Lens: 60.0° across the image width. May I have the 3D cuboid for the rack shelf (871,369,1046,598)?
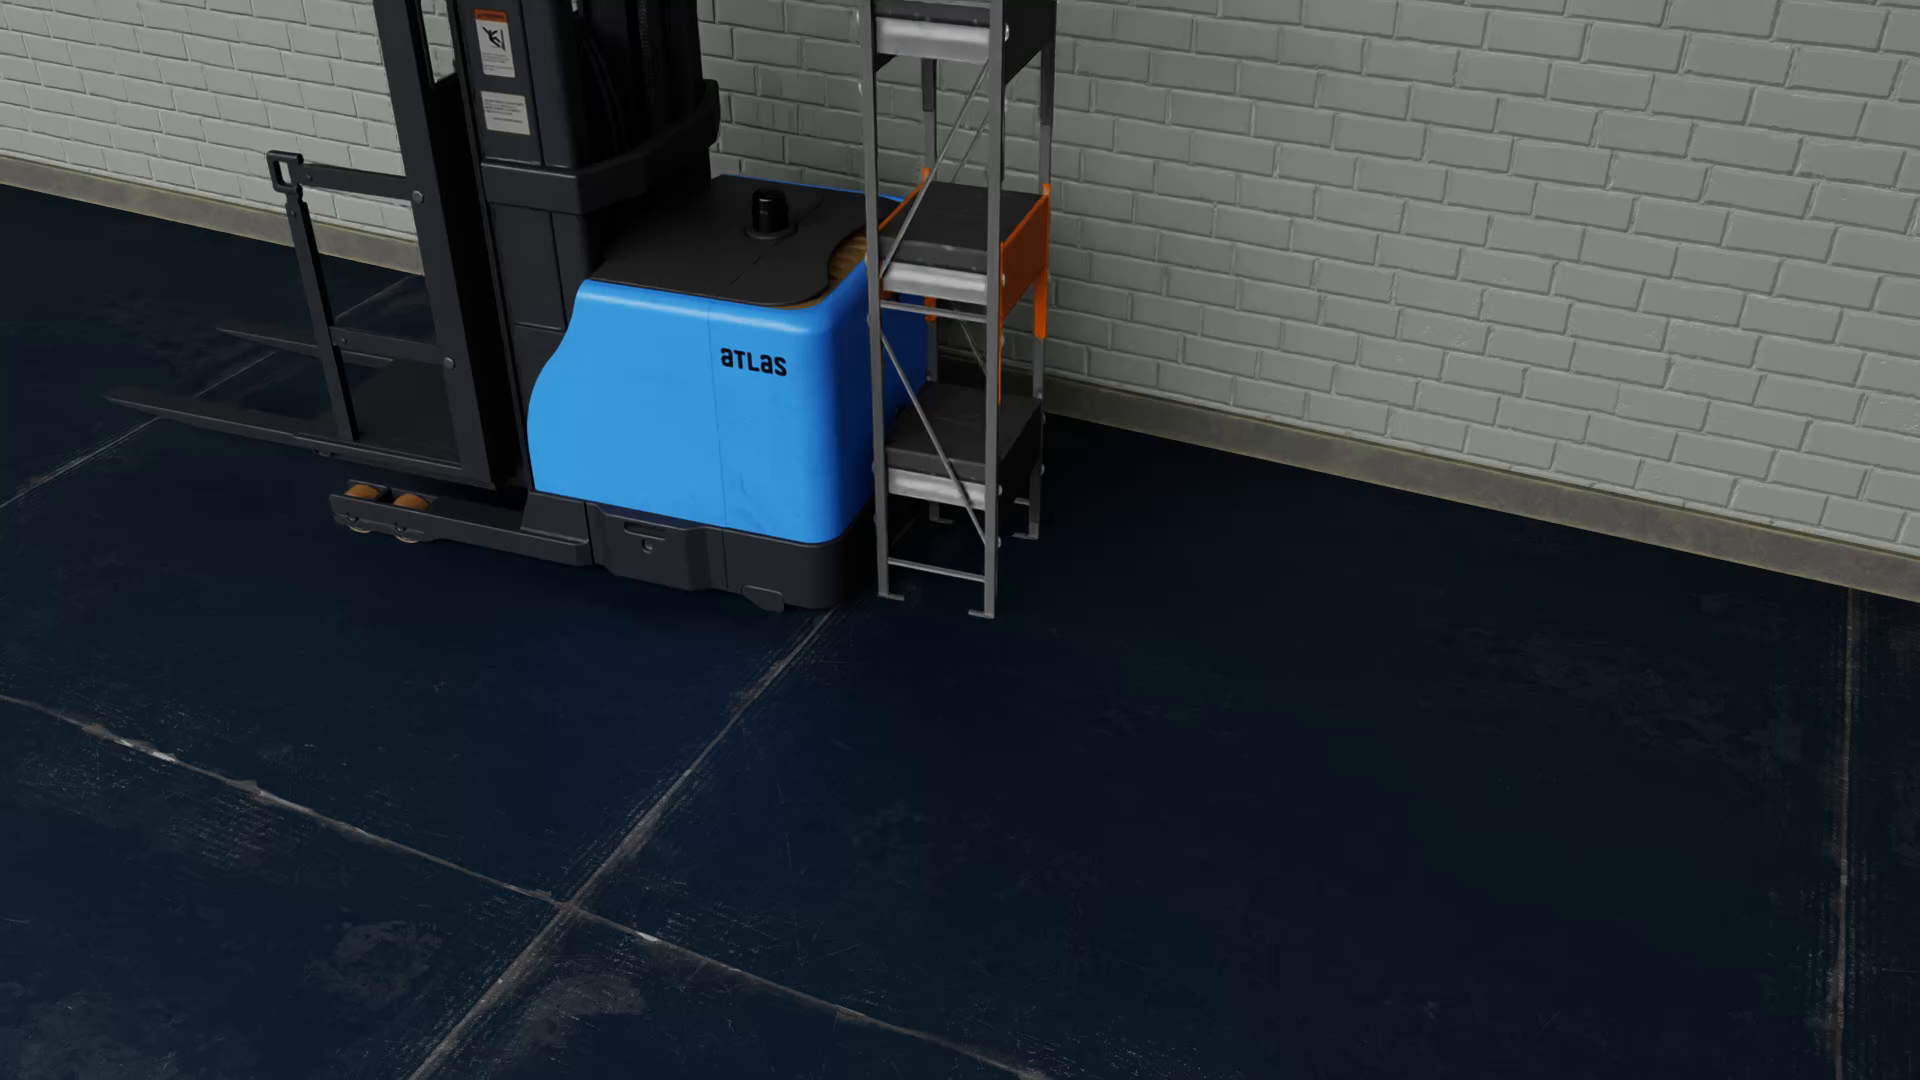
[{"bbox_3d":[0.003,-0.191,5.427,0.431,0.518,0.480,11,35,16],"label":"rack shelf"}]

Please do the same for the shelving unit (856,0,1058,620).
[{"bbox_3d":[0.003,-0.787,5.036,0.431,2.100,0.503,11,35,16],"label":"shelving unit"}]

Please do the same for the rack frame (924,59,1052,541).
[{"bbox_3d":[0.083,-0.914,5.229,0.400,2.100,0.015,11,35,16],"label":"rack frame"}]

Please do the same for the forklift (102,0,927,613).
[{"bbox_3d":[-1.646,-1.475,5.327,3.031,2.935,1.130,11,35,16],"label":"forklift"}]

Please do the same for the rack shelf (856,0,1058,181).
[{"bbox_3d":[0.003,-1.361,4.660,0.431,0.518,0.480,11,35,16],"label":"rack shelf"}]

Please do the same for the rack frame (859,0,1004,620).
[{"bbox_3d":[-0.077,-0.661,4.843,0.400,2.100,0.015,11,35,16],"label":"rack frame"}]

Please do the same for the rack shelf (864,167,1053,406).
[{"bbox_3d":[0.003,-0.776,5.044,0.431,0.518,0.480,11,35,16],"label":"rack shelf"}]
